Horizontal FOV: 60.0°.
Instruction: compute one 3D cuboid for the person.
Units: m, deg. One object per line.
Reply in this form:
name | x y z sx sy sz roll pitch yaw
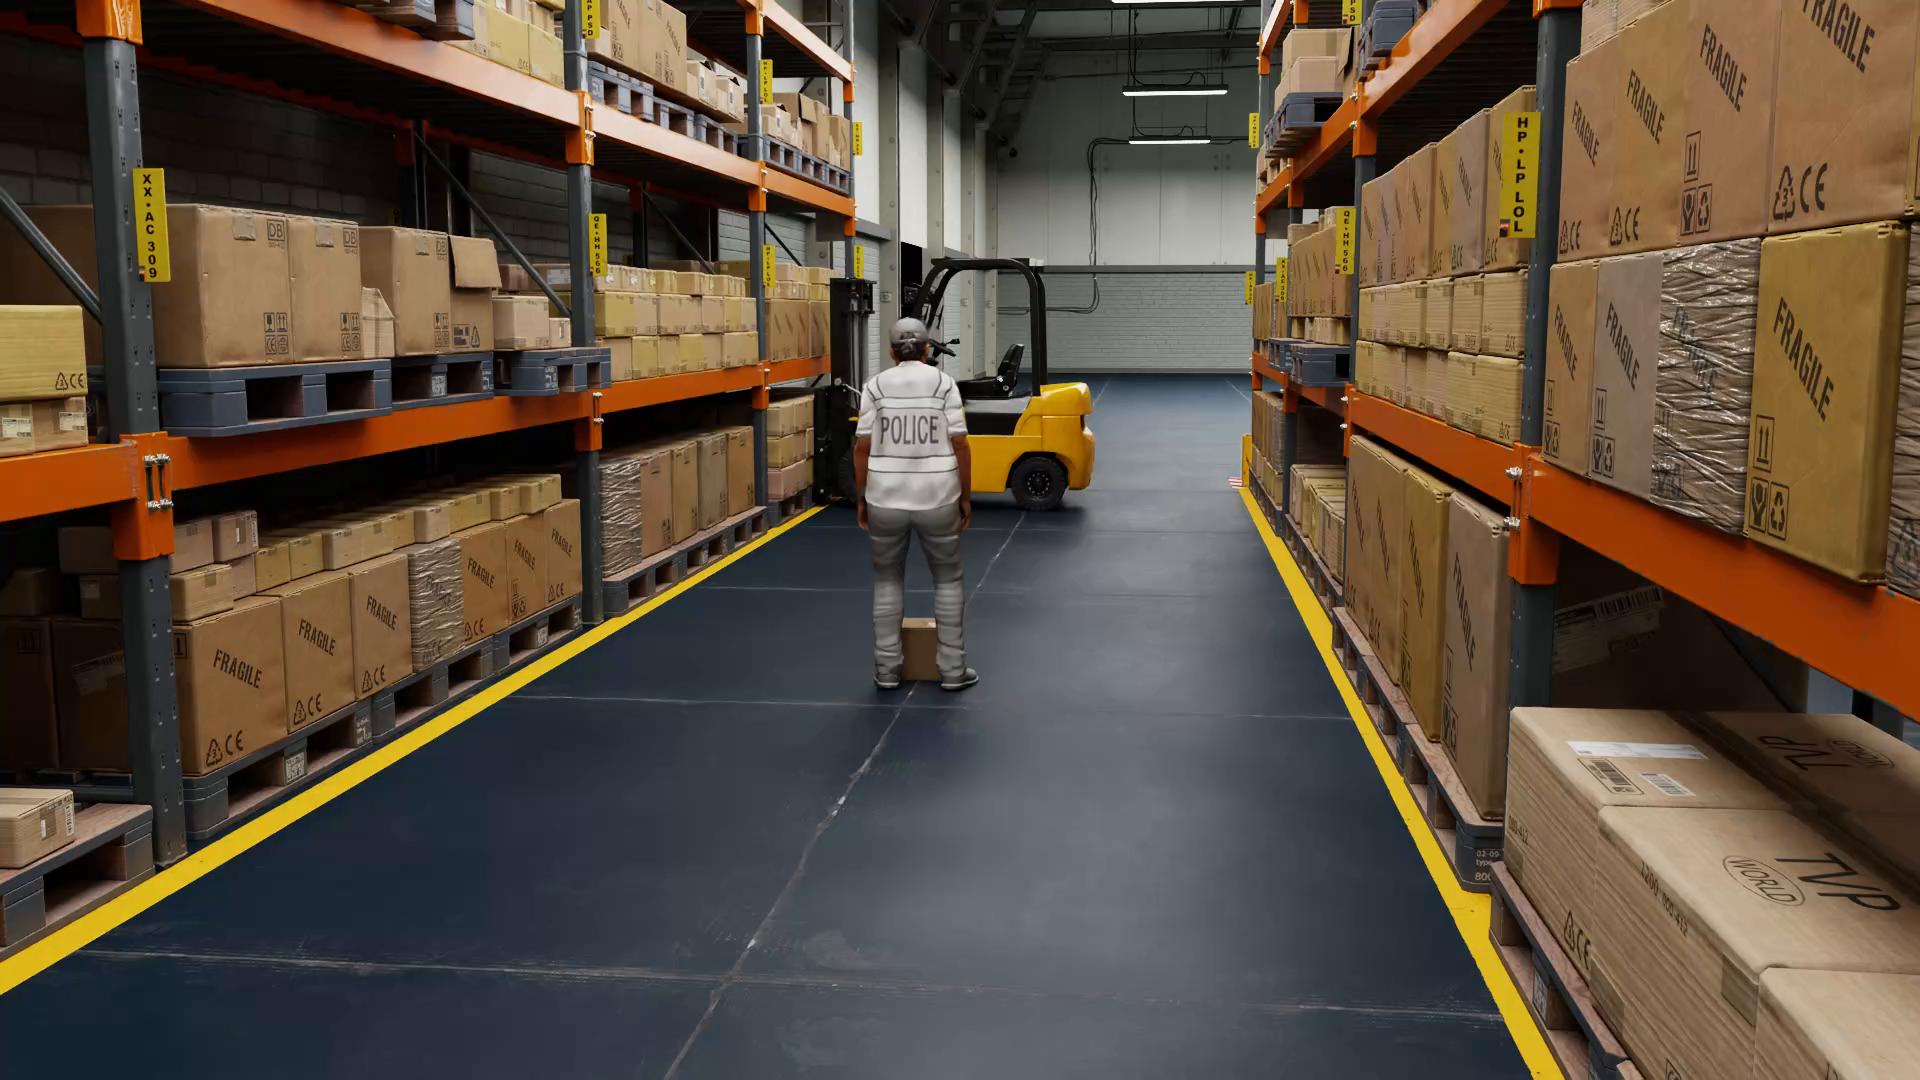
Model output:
person | -0.195 -0.162 7.478 0.553 1.665 0.457 0 8 3
